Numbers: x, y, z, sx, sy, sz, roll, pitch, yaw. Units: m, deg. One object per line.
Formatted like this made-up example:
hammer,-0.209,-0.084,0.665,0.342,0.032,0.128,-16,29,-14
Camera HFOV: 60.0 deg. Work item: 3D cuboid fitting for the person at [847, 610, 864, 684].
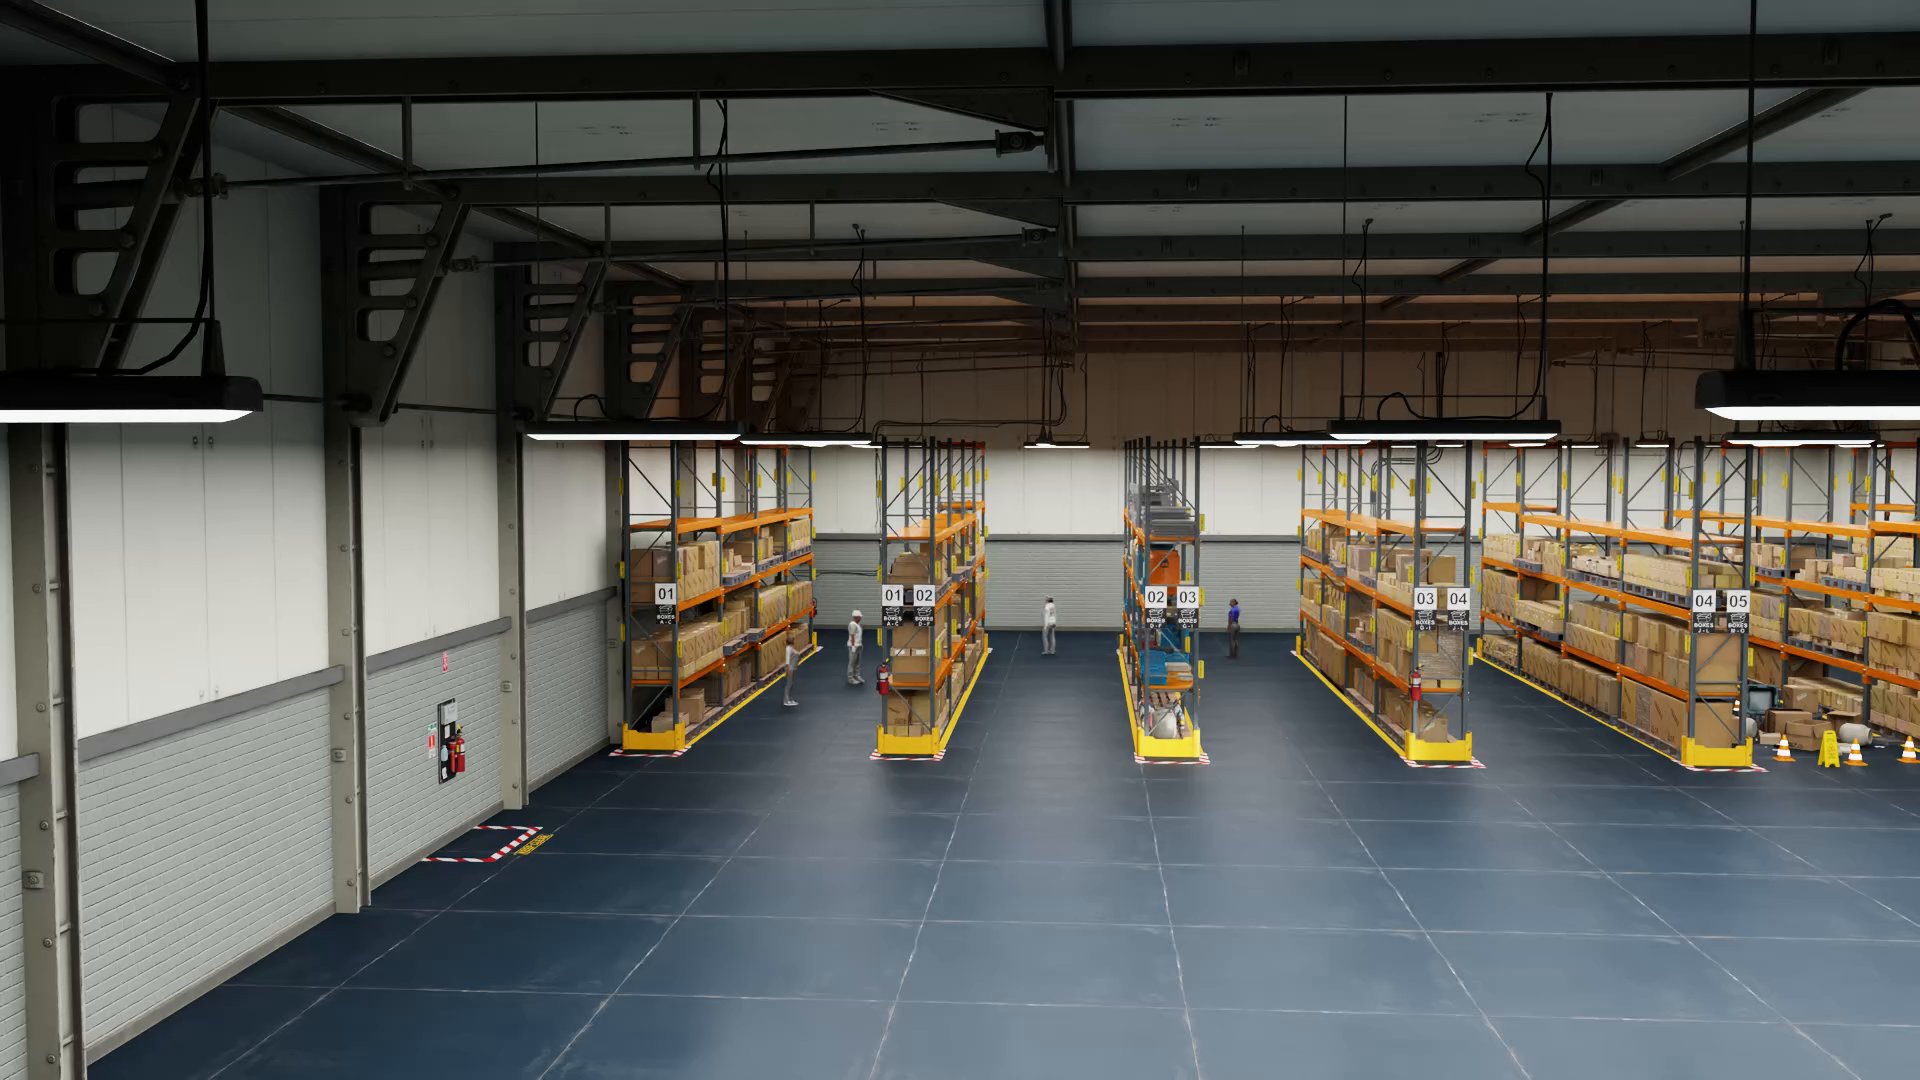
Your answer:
person,-2.573,2.629,41.045,0.417,1.797,0.575,0,3,7

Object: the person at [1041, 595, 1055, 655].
person,2.505,2.399,46.959,0.360,1.719,0.543,2,4,33

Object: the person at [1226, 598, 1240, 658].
person,7.520,2.442,45.888,0.364,1.657,0.456,2,4,31

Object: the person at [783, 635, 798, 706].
person,-3.813,2.928,37.401,0.337,1.602,0.452,0,3,7
